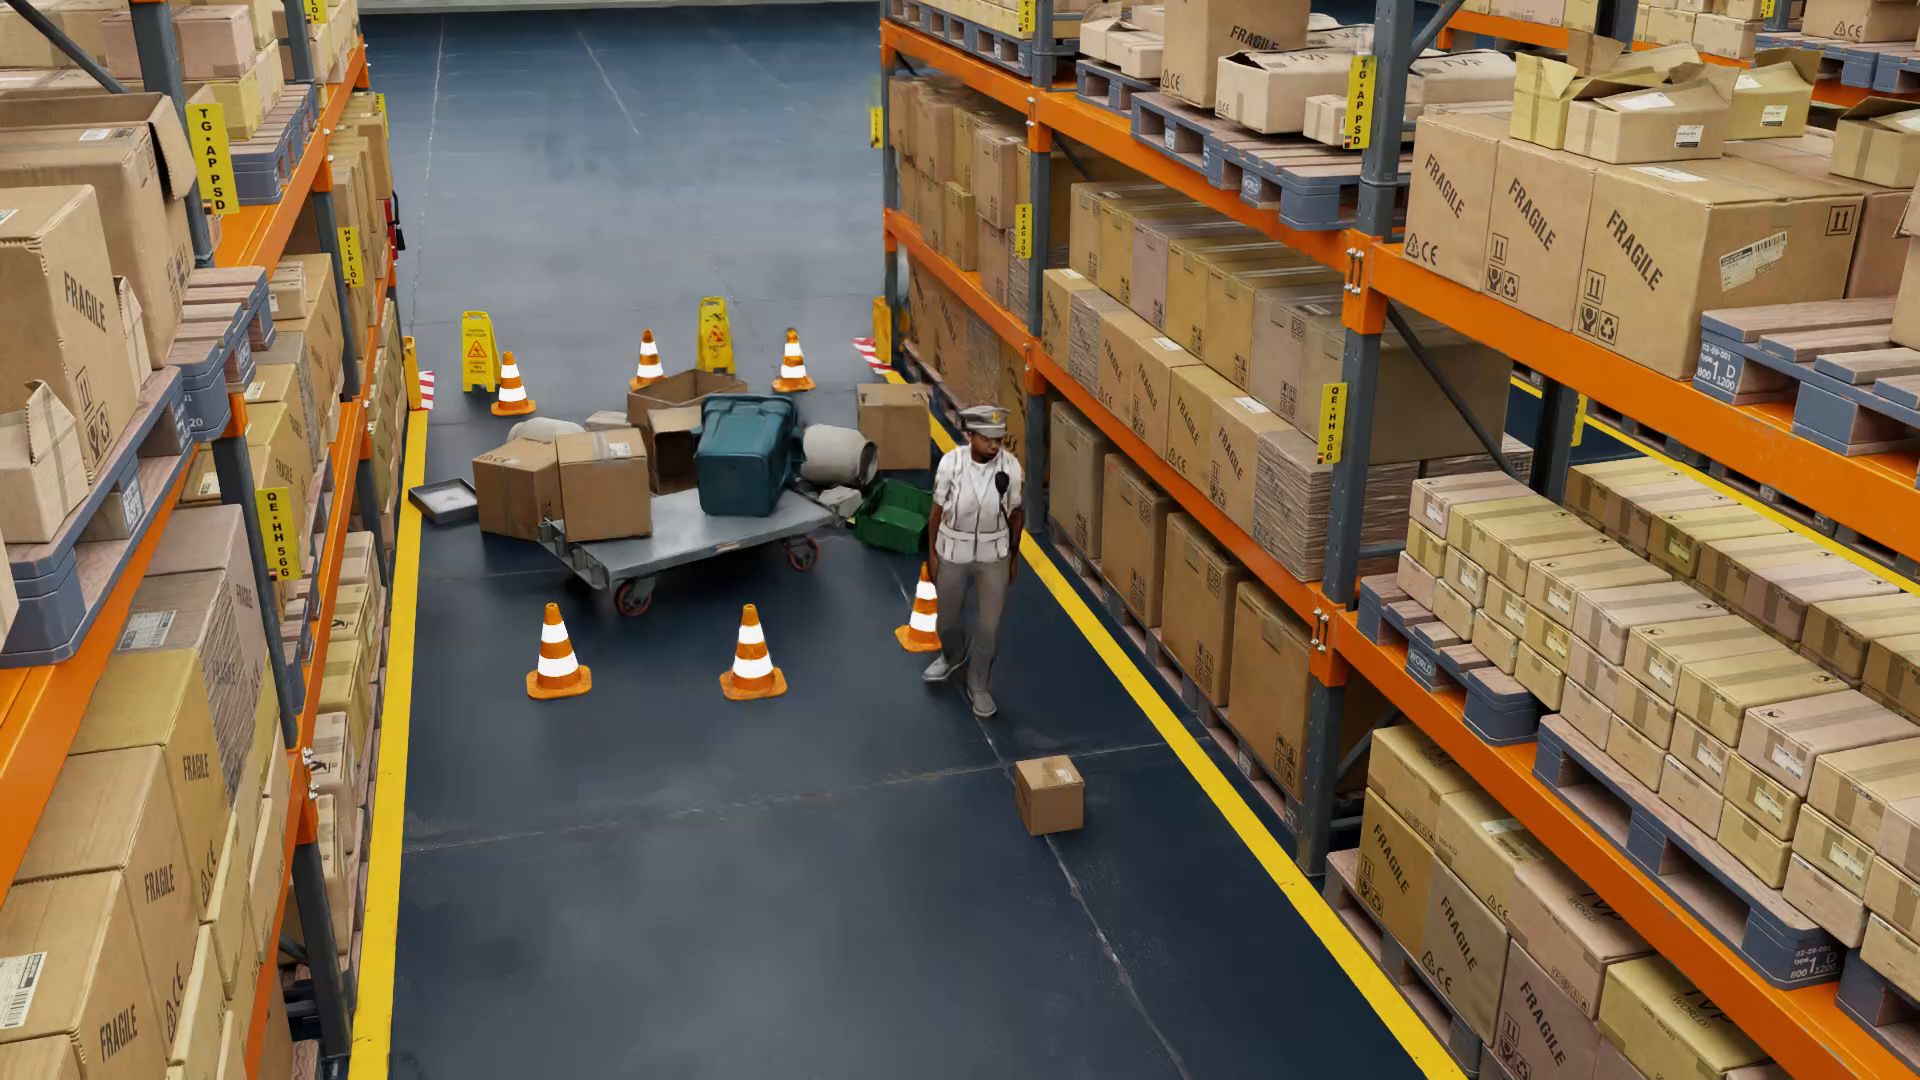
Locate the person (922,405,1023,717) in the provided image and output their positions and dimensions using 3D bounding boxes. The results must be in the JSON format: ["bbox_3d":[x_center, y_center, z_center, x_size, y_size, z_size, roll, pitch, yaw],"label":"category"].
[{"bbox_3d":[0.057,0.055,8.455,0.515,1.665,0.550,0,23,0],"label":"person"}]
